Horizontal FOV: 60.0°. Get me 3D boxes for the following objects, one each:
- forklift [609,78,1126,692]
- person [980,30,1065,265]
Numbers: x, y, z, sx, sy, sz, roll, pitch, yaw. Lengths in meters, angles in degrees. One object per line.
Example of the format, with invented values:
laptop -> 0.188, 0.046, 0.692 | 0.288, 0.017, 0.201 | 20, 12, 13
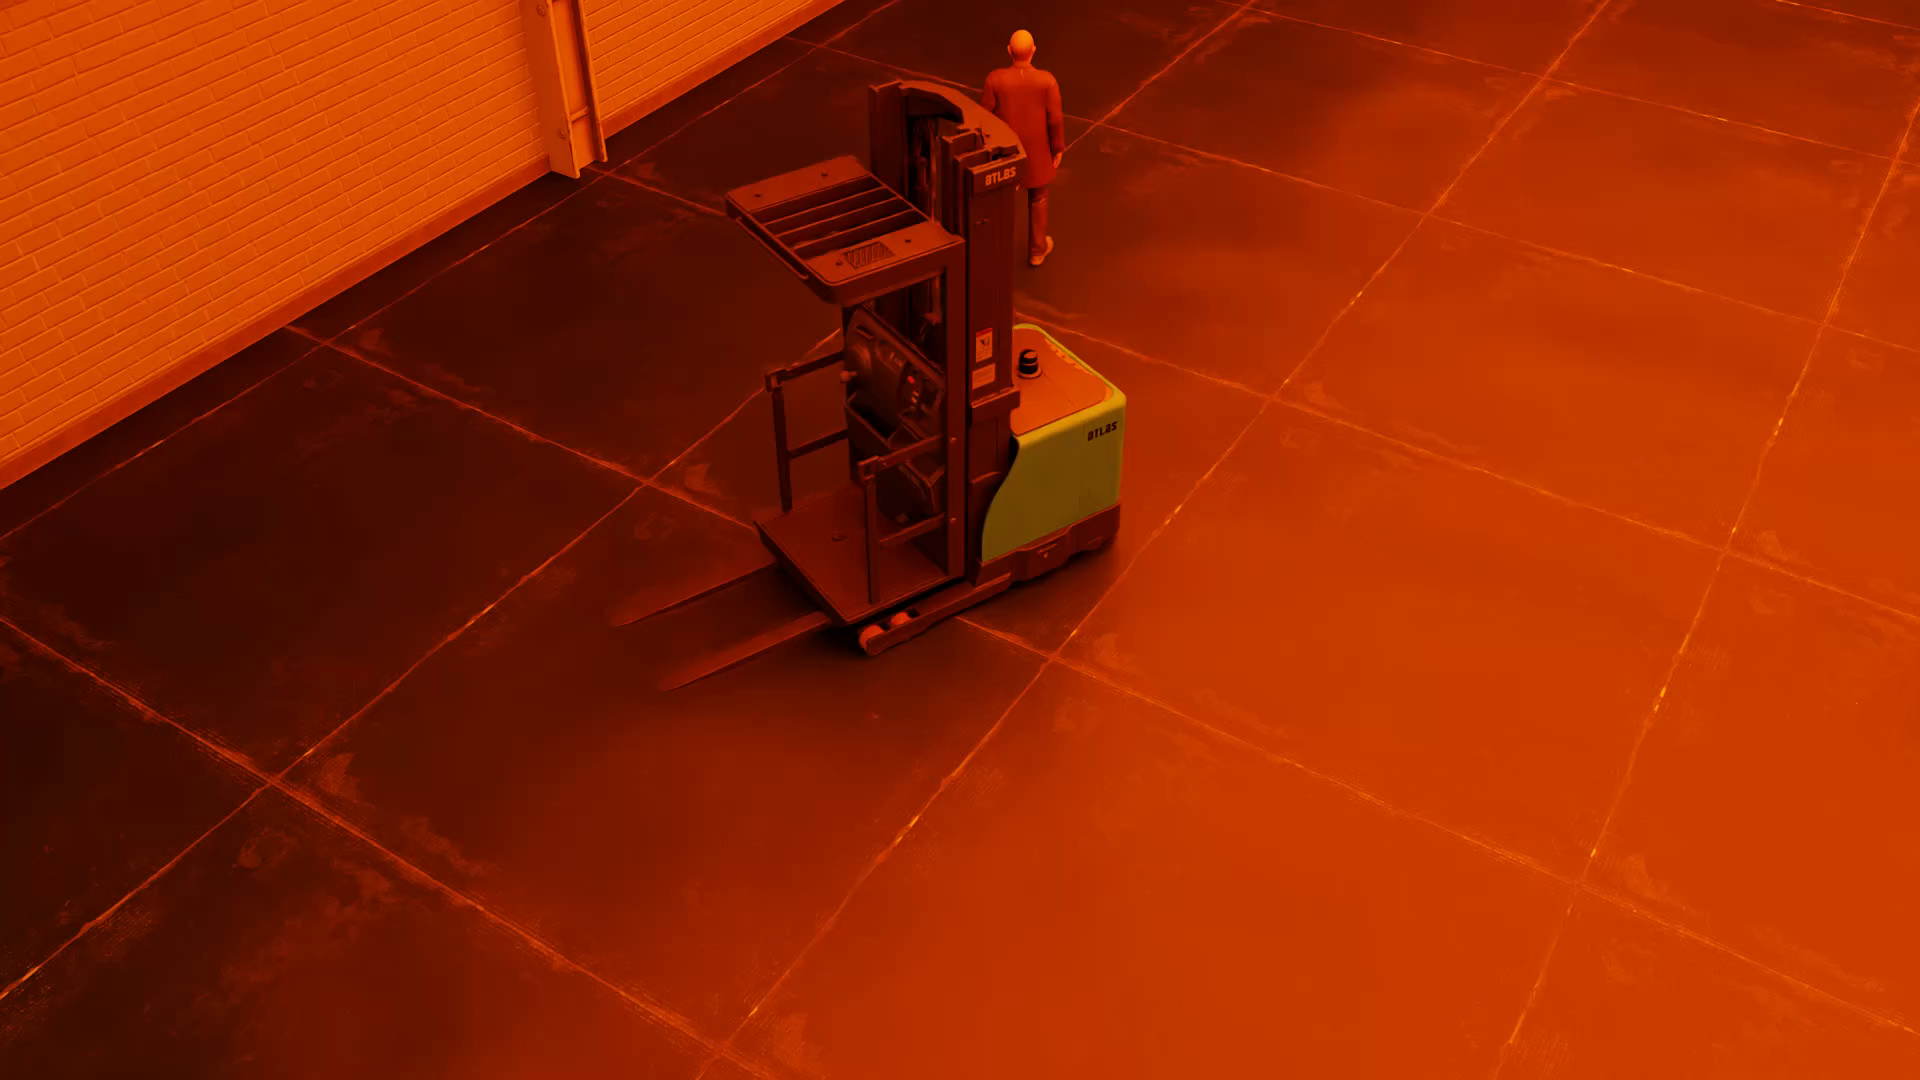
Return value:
forklift -> -0.533, -0.857, 8.979 | 3.031, 2.935, 1.130 | -23, 46, -25
person -> 0.452, -2.894, 12.282 | 0.647, 1.776, 0.447 | 5, 41, 6
